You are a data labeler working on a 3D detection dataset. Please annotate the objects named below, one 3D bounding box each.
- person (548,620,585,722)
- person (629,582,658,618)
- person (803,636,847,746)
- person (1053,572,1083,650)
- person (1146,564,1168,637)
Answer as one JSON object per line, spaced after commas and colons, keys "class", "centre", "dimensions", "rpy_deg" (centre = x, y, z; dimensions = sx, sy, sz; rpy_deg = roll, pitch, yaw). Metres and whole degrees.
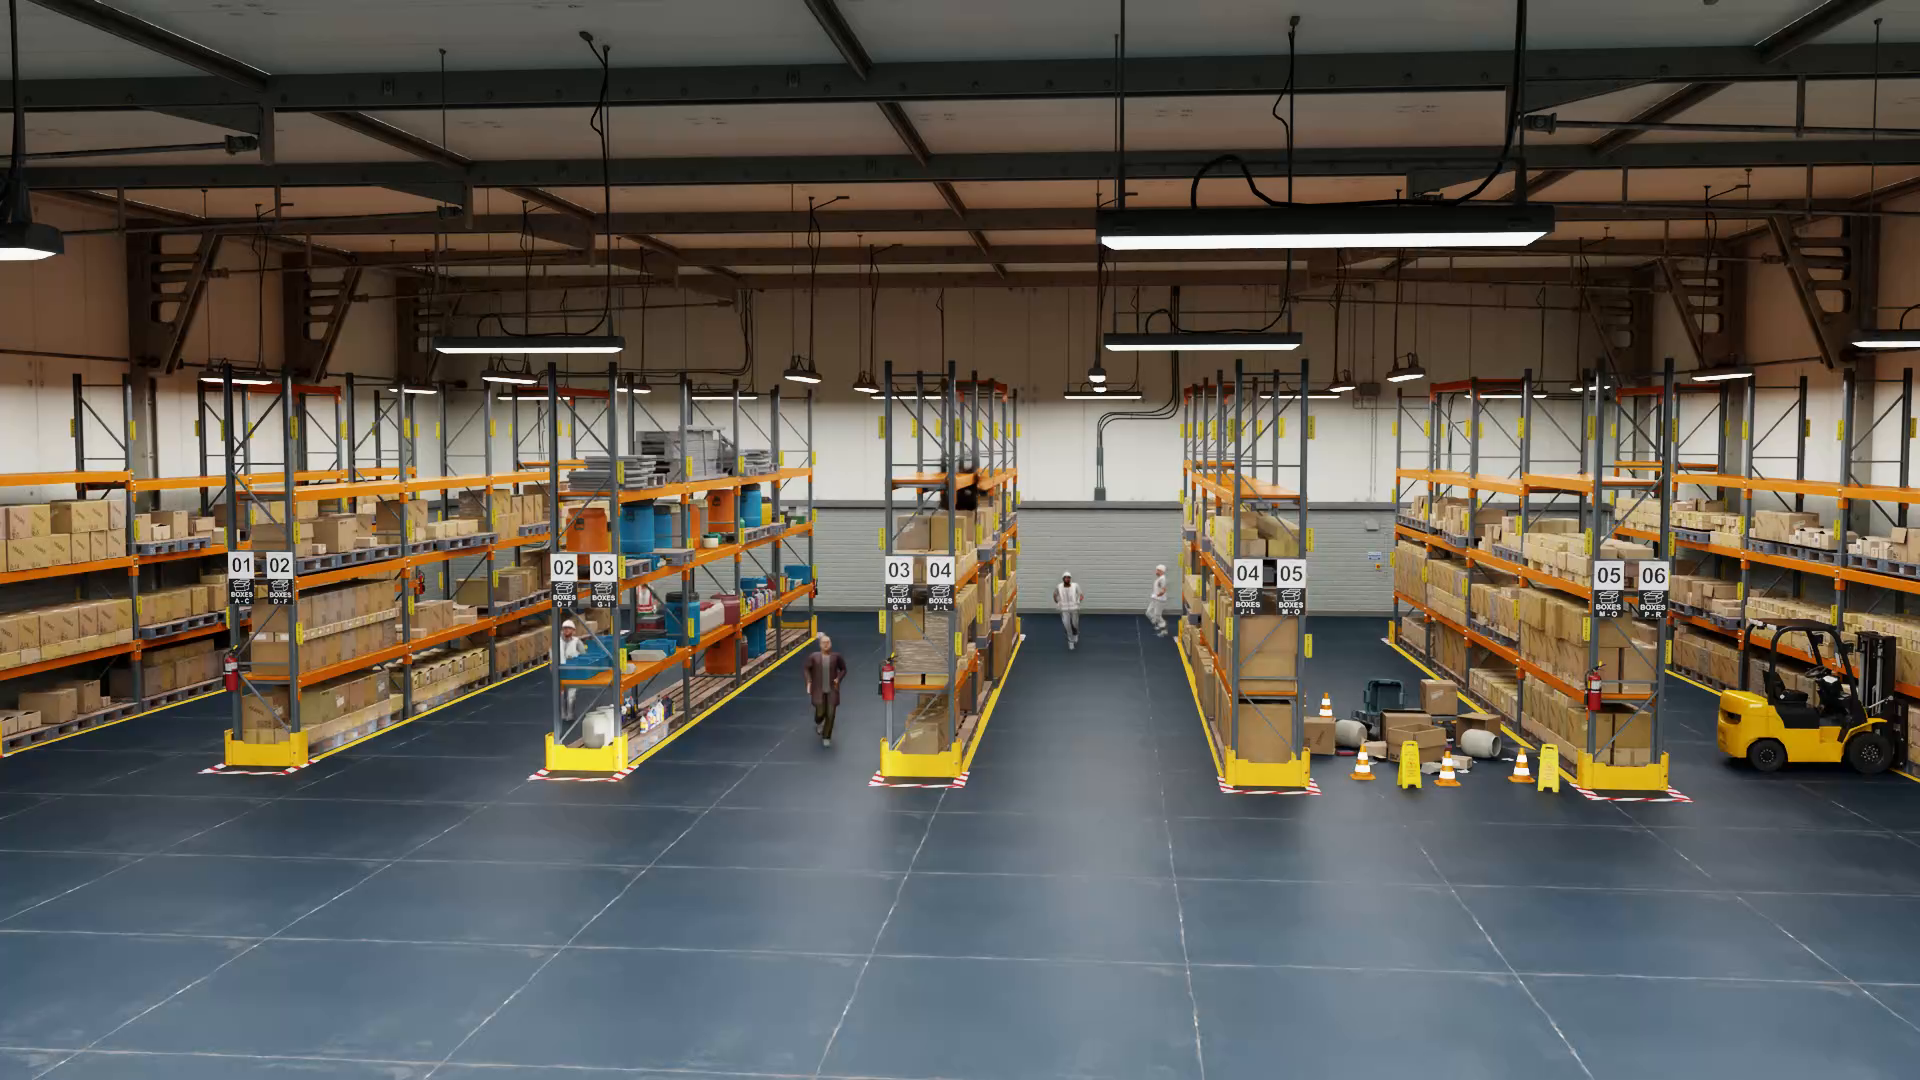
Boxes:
{"class": "person", "centre": [-6.730, 2.247, 28.446], "dimensions": [0.644, 1.749, 0.642], "rpy_deg": [-1, 4, -8]}
{"class": "person", "centre": [-7.172, 1.646, 37.741], "dimensions": [0.653, 1.750, 0.720], "rpy_deg": [-1, 4, -8]}
{"class": "person", "centre": [-2.150, 2.399, 26.559], "dimensions": [0.709, 1.737, 0.640], "rpy_deg": [-1, 4, -9]}
{"class": "person", "centre": [2.490, 1.614, 38.322], "dimensions": [0.693, 1.766, 0.821], "rpy_deg": [0, 4, 3]}
{"class": "person", "centre": [4.797, 1.487, 40.351], "dimensions": [0.543, 1.793, 0.709], "rpy_deg": [0, 4, -4]}
